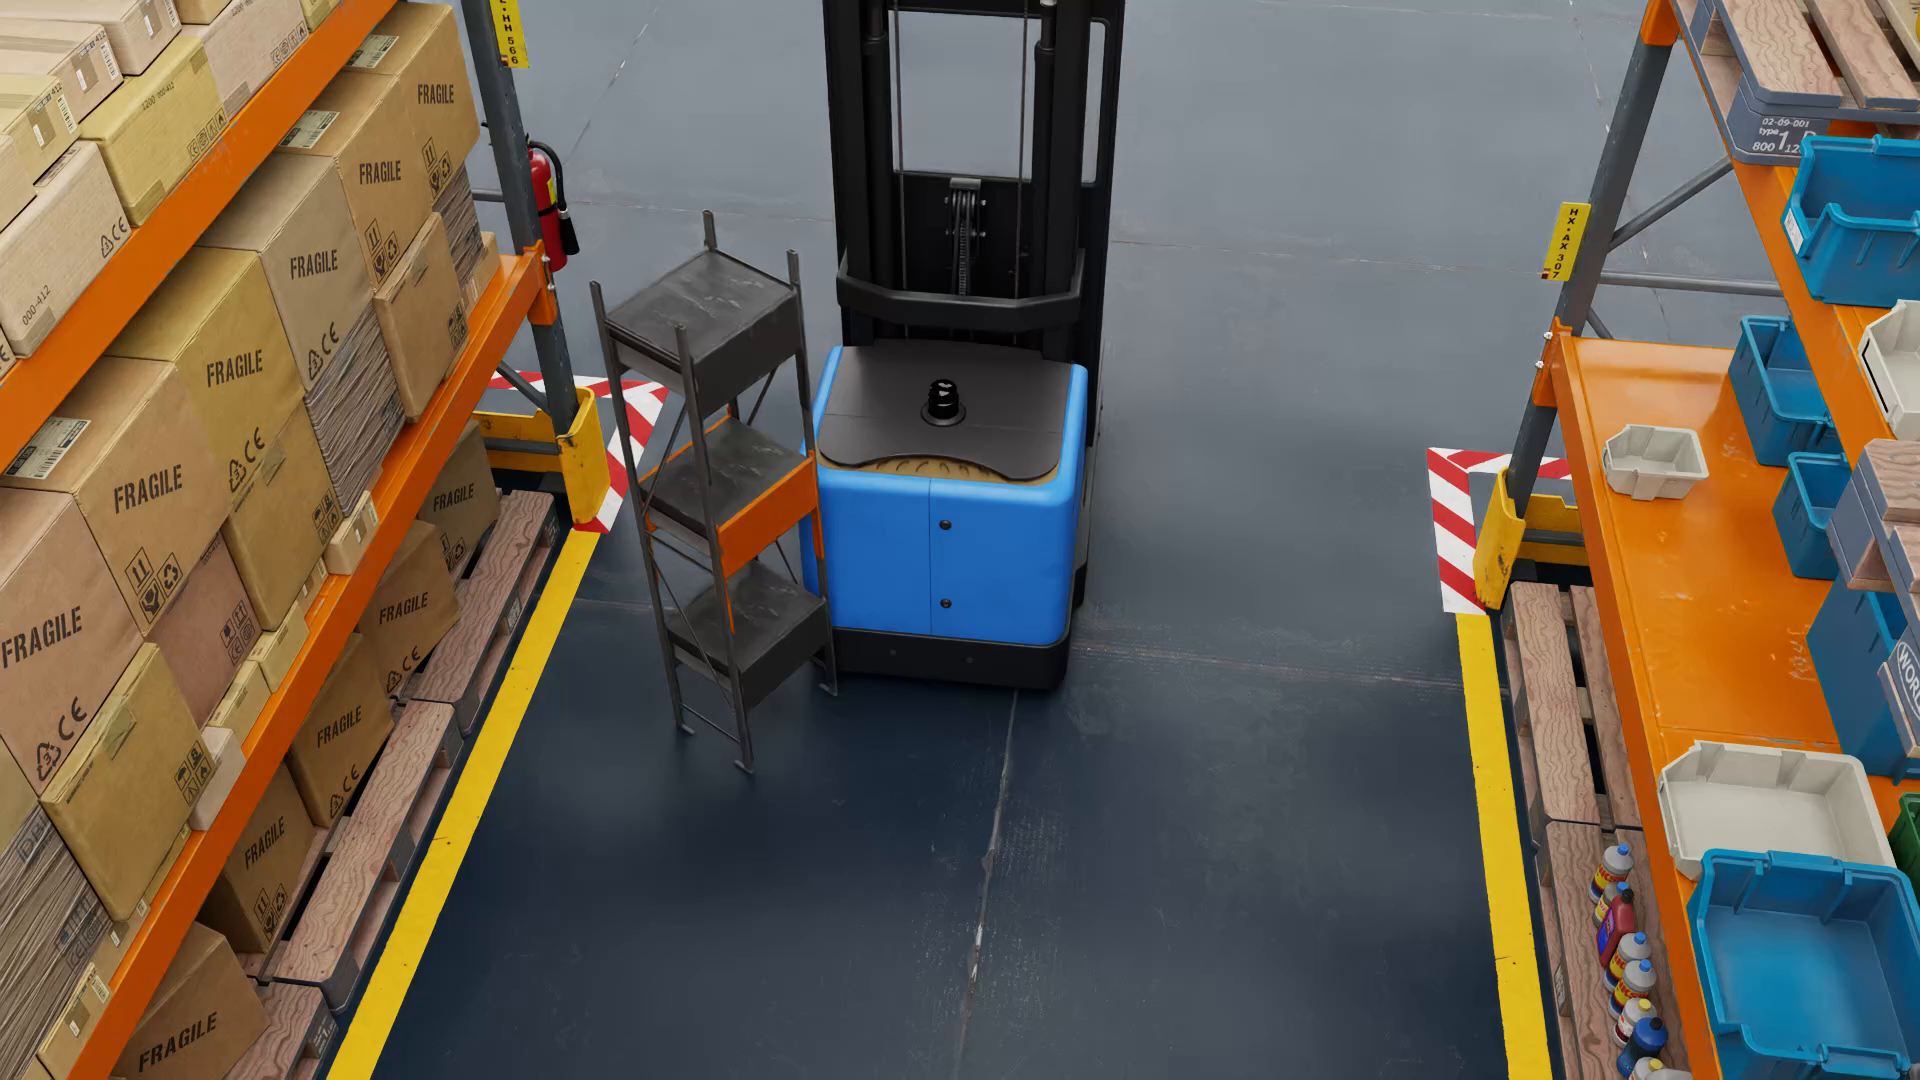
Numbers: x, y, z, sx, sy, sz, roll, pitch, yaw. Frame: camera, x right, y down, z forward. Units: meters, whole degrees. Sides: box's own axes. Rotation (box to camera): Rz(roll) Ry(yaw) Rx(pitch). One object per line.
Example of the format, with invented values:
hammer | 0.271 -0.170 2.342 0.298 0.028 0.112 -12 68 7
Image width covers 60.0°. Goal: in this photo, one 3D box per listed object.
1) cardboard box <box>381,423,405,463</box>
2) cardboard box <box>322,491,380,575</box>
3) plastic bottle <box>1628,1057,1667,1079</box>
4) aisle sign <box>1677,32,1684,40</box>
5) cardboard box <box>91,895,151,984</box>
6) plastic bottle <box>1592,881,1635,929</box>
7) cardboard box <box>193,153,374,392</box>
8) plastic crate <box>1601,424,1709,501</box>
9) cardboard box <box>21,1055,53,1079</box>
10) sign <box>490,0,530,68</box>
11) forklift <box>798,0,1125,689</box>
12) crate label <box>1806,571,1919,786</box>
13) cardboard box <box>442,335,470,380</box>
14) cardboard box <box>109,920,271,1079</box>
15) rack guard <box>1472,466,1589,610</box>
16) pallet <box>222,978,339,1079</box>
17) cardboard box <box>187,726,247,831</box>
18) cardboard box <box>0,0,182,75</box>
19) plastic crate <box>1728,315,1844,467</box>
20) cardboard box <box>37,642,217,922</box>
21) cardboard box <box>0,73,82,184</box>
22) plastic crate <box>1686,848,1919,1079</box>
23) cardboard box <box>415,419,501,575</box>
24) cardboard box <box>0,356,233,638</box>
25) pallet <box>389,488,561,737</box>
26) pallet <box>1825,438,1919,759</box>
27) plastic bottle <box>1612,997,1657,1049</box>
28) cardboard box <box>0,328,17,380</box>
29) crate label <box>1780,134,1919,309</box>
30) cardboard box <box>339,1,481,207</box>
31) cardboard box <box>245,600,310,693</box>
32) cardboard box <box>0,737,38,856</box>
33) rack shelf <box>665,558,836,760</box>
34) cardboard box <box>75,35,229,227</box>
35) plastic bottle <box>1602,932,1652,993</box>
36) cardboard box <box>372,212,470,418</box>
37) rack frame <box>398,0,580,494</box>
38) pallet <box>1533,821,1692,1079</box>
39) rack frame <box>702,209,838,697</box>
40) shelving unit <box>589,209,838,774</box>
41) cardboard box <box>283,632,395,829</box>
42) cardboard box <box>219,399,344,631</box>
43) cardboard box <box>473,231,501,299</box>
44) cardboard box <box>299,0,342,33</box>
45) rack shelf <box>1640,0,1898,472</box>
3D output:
cardboard box | -2.141 -0.391 5.686 0.380 0.149 0.250 5 44 6
cardboard box | -2.097 -0.040 5.315 0.380 0.149 0.250 5 44 6
plastic bottle | 2.093 1.648 5.066 0.097 0.201 0.097 0 43 0
aisle sign | 2.459 -1.945 5.254 0.394 0.787 0.004 5 44 6
cardboard box | -2.320 0.980 4.238 0.380 0.149 0.250 5 44 6
plastic bottle | 2.178 1.209 5.529 0.097 0.201 0.097 0 43 0
cardboard box | -2.126 -0.804 4.923 0.500 0.500 0.500 5 44 6
plastic crate | 2.303 -0.249 5.545 0.298 0.136 0.250 5 44 6
cardboard box | -2.372 1.322 3.877 0.380 0.149 0.250 5 44 6
sign | -1.622 -1.847 5.969 0.100 0.325 0.005 5 44 6
forklift | 0.080 -1.494 6.718 1.130 2.935 3.031 5 44 5
crate label | 2.765 0.341 4.705 0.502 0.435 0.616 5 44 6
cardboard box | -2.018 -0.726 6.040 0.380 0.149 0.250 5 44 6
cardboard box | -2.537 1.446 5.077 0.500 0.500 0.500 19 46 19
rack guard | 2.777 0.038 6.868 1.175 0.500 0.348 5 44 6
pallet | -2.644 1.902 5.110 1.003 0.211 1.213 5 44 6
cardboard box | -2.223 0.642 4.595 0.380 0.149 0.250 5 44 6
cardboard box | -2.158 -1.269 4.068 0.380 0.149 0.250 3 44 3
plastic crate | 2.971 -0.503 5.730 0.499 0.251 0.616 5 44 6
cardboard box | -2.476 0.567 4.202 0.875 0.500 0.500 5 44 6
cardboard box | -2.215 -0.915 3.694 0.380 0.149 0.250 4 44 5
plastic crate | 2.089 1.076 4.063 0.499 0.251 0.616 5 44 6
cardboard box | -2.268 -0.197 6.811 0.500 0.500 0.500 13 45 13
cardboard box | -2.255 -0.122 4.203 0.500 0.500 0.500 5 44 6
pallet | -2.322 0.239 6.866 1.003 0.211 1.213 5 44 6
pallet | 2.210 0.279 2.751 1.213 0.211 1.003 5 44 6
plastic bottle | 2.120 1.507 5.214 0.097 0.201 0.097 0 43 0
cardboard box | -2.320 -0.329 3.365 0.500 0.250 0.500 5 44 5
crate label | 2.165 -0.715 3.772 0.502 0.251 0.408 5 44 6
cardboard box | -1.997 -1.486 5.643 0.500 0.500 0.500 5 44 6
cardboard box | -2.186 0.299 4.958 0.380 0.149 0.250 5 44 6
cardboard box | -2.387 0.559 3.483 0.500 0.500 0.500 5 44 6
rack shelf | -0.800 0.428 6.325 0.431 0.518 0.480 28 51 27
cardboard box | -2.182 -1.027 4.102 0.500 0.250 0.500 5 44 5
plastic bottle | 2.146 1.346 5.333 0.097 0.271 0.097 0 43 0
cardboard box | -2.216 -0.796 5.642 0.875 0.500 0.500 5 44 6
rack frame | -2.169 -1.376 6.543 1.000 3.000 0.127 5 44 6
pallet | 2.500 1.525 5.508 1.003 0.211 1.213 5 44 6
rack frame | -0.655 -0.219 5.966 0.400 2.100 0.015 28 51 27
shelving unit | -0.806 -0.085 5.829 0.431 2.100 0.503 28 51 27
cardboard box | -2.415 0.639 5.928 0.500 0.500 0.500 9 44 9
cardboard box | -2.403 -0.120 4.928 0.875 0.500 0.500 5 44 6
cardboard box | -2.002 -1.072 6.405 0.380 0.149 0.250 5 44 6
cardboard box | -2.044 -1.718 4.833 0.500 0.250 0.500 5 44 6
rack shelf | 2.476 -0.390 3.844 1.077 0.370 4.000 5 44 6
